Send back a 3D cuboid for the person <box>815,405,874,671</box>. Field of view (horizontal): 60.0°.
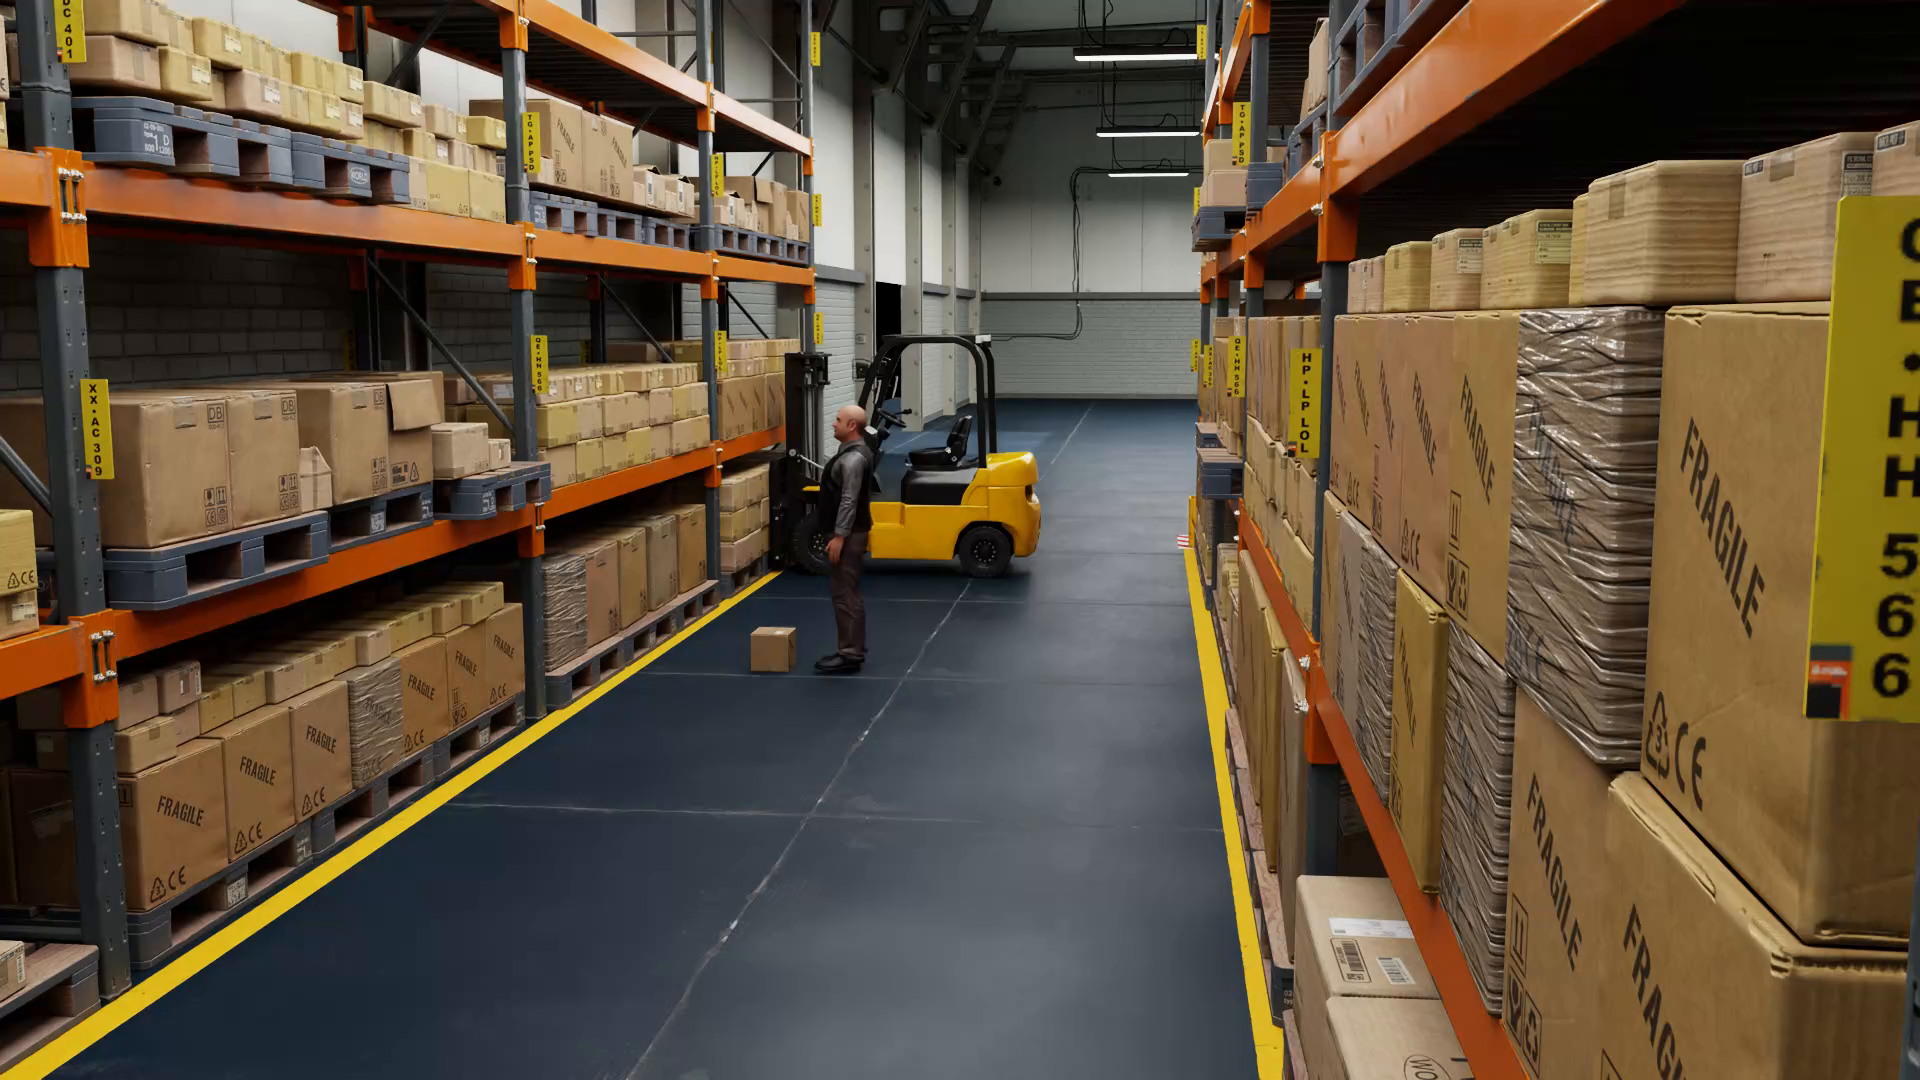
[{"bbox_3d":[-0.756,-0.012,10.849,0.387,1.735,0.553,0,8,-1],"label":"person"}]
